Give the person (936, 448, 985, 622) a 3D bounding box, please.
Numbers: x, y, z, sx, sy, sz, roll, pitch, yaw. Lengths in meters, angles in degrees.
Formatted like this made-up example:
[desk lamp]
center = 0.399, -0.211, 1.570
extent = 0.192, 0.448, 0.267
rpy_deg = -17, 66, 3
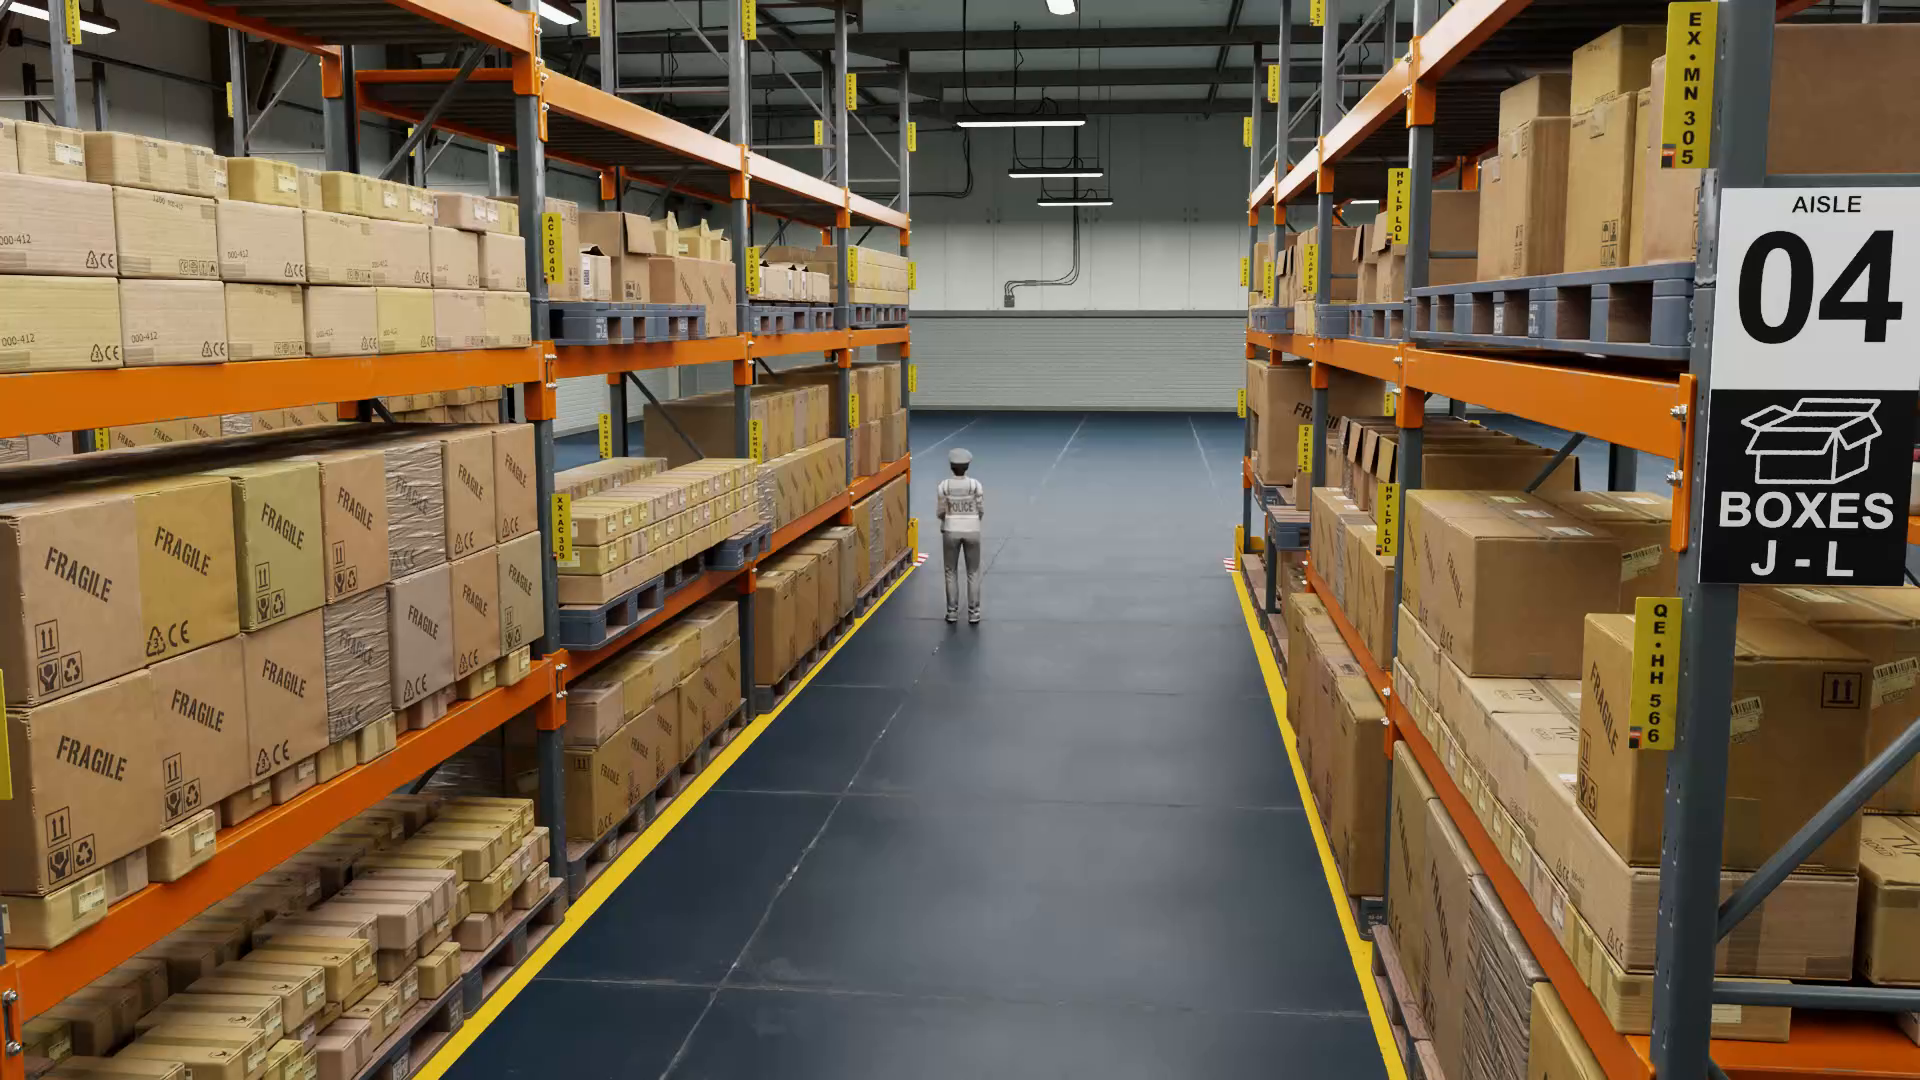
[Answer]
[person]
center = 0.005, -0.054, 16.075
extent = 0.466, 1.693, 0.559
rpy_deg = 0, 8, -1
